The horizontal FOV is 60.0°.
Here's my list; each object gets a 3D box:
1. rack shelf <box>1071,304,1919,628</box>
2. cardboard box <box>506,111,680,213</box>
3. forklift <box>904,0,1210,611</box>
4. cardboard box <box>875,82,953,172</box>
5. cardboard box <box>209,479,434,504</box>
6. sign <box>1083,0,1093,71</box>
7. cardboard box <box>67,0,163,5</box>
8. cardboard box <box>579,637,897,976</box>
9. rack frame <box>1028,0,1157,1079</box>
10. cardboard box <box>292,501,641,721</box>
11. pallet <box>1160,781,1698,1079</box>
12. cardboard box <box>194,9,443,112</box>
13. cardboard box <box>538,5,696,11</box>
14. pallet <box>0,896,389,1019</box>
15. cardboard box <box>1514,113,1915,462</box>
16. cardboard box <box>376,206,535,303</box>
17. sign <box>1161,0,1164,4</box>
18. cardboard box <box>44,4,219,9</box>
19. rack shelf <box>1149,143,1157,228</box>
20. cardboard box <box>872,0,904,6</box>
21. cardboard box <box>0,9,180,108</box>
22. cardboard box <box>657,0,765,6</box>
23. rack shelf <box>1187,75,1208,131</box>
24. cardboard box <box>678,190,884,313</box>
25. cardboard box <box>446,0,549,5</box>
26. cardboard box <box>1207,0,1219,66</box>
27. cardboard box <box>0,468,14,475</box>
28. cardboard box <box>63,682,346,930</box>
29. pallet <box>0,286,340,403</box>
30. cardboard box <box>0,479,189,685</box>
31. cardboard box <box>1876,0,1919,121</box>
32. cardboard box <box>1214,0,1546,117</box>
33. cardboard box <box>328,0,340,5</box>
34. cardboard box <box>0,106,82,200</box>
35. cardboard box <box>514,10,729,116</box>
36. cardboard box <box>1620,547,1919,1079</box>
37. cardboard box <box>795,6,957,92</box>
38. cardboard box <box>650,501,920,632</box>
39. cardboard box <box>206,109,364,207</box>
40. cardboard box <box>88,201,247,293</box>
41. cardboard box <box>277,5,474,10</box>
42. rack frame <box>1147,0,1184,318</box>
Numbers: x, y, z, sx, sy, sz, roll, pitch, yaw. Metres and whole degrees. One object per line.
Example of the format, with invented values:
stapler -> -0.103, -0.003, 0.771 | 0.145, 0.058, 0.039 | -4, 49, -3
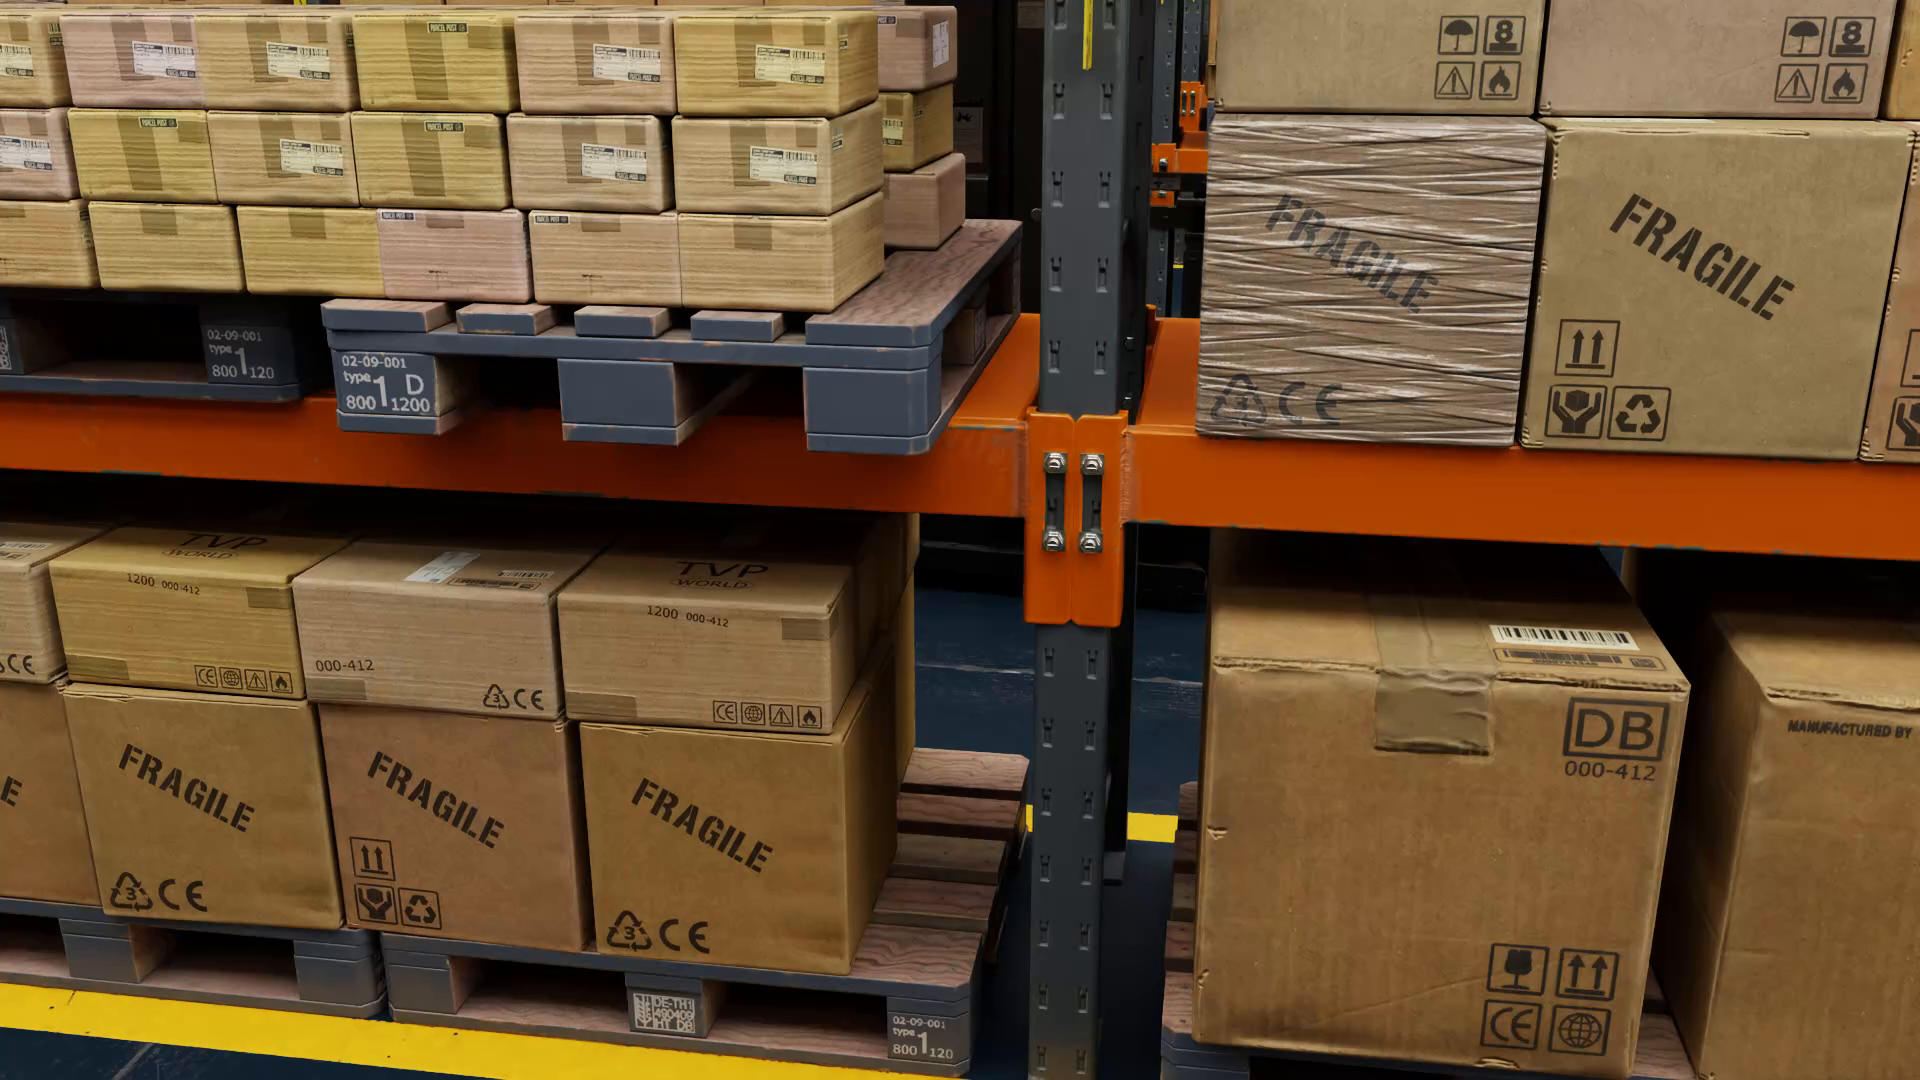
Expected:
rack shelf -> 2.245, -0.089, 2.974 | 4.000, 0.370, 1.077 | 3, 19, 9
cardboard box -> -0.553, -0.647, 2.773 | 0.250, 0.149, 0.380 | 4, 19, 11
forklift -> 0.606, -1.340, 5.688 | 3.031, 2.935, 1.130 | 5, 19, 14
cardboard box -> -0.174, -0.839, 3.347 | 0.250, 0.149, 0.380 | 4, 19, 11
cardboard box -> -1.359, -0.065, 3.865 | 0.500, 0.250, 0.500 | 3, 19, 9
sign -> 0.194, -0.871, 2.480 | 0.005, 0.325, 0.100 | 3, 19, 9
cardboard box -> -4.003, -2.774, 8.134 | 0.500, 0.500, 0.500 | 3, 19, 8
cardboard box -> -0.420, 0.505, 3.345 | 0.500, 0.500, 0.500 | 3, 19, 8
rack frame -> 0.271, -0.530, 3.161 | 0.127, 3.000, 1.000 | 3, 19, 9
cardboard box -> -0.946, 0.126, 3.295 | 0.500, 0.250, 0.500 | 3, 19, 9
pallet -> 1.037, 0.855, 3.414 | 1.213, 0.211, 1.003 | 3, 19, 9
cardboard box -> -1.056, -0.812, 2.800 | 0.250, 0.149, 0.380 | 3, 19, 10
cardboard box -> -0.662, -1.003, 3.369 | 0.250, 0.149, 0.380 | 3, 19, 8
pallet -> -1.702, 0.690, 3.908 | 1.213, 0.211, 1.003 | 3, 19, 9
cardboard box -> 1.174, -0.446, 2.751 | 0.500, 0.500, 0.500 | 3, 19, 8
cardboard box -> -0.788, -0.517, 2.855 | 0.250, 0.149, 0.380 | 3, 19, 10
sign -> 0.871, -2.461, 7.107 | 0.005, 0.325, 0.100 | 3, 19, 9
cardboard box -> -1.698, -1.056, 3.528 | 0.250, 0.149, 0.380 | 3, 19, 8
rack shelf -> -1.019, -1.846, 8.226 | 4.000, 0.370, 1.077 | 3, 19, 9
cardboard box -> -0.104, -2.575, 7.539 | 0.500, 0.500, 0.500 | 3, 19, 10
cardboard box -> -1.562, -0.839, 2.881 | 0.250, 0.149, 0.380 | 4, 19, 11
cardboard box -> -1.091, -2.630, 7.702 | 0.500, 0.500, 0.500 | 3, 19, 8
rack shelf -> 3.714, -3.200, 12.272 | 4.000, 0.370, 1.077 | 3, 19, 9
cardboard box -> -0.289, -0.491, 2.778 | 0.250, 0.149, 0.380 | 3, 19, 10
cardboard box -> -2.098, -2.680, 7.852 | 0.500, 0.500, 0.500 | 3, 19, 8
cardboard box -> 1.364, -2.379, 7.397 | 0.500, 0.500, 0.500 | 2, 19, 7
cardboard box -> -2.398, -0.113, 4.008 | 0.500, 0.250, 0.500 | 4, 19, 11
cardboard box -> -1.457, 0.456, 3.491 | 0.500, 0.500, 0.500 | 2, 19, 6
pallet -> -1.690, -0.526, 3.451 | 1.213, 0.211, 1.003 | 3, 19, 9
cardboard box -> -1.962, 0.072, 3.456 | 0.500, 0.250, 0.500 | 4, 19, 11
cardboard box -> 1.719, -0.976, 2.759 | 0.500, 0.500, 0.700 | 3, 19, 8
cardboard box -> 0.712, -1.026, 2.909 | 0.500, 0.500, 0.700 | 3, 19, 8
cardboard box -> -3.425, -2.909, 8.536 | 0.500, 0.500, 0.500 | 3, 19, 9
cardboard box -> -1.563, -0.698, 2.927 | 0.250, 0.149, 0.380 | 3, 19, 10
cardboard box -> -0.533, -0.787, 2.724 | 0.250, 0.149, 0.380 | 3, 19, 8
cardboard box -> 1.721, 0.439, 3.147 | 0.750, 0.750, 1.050 | 3, 19, 9
cardboard box -> -0.159, -0.977, 3.291 | 0.250, 0.149, 0.380 | 3, 19, 9
cardboard box -> -0.372, -0.010, 3.702 | 0.500, 0.250, 0.500 | 2, 19, 6
cardboard box -> -1.060, -0.672, 2.849 | 0.250, 0.149, 0.380 | 3, 19, 9
cardboard box -> -1.300, -0.544, 2.935 | 0.250, 0.149, 0.380 | 2, 19, 6
cardboard box -> -1.191, -1.029, 3.449 | 0.250, 0.149, 0.380 | 4, 19, 11
rack frame -> 0.956, -2.086, 7.811 | 0.127, 3.000, 1.000 | 3, 19, 9
